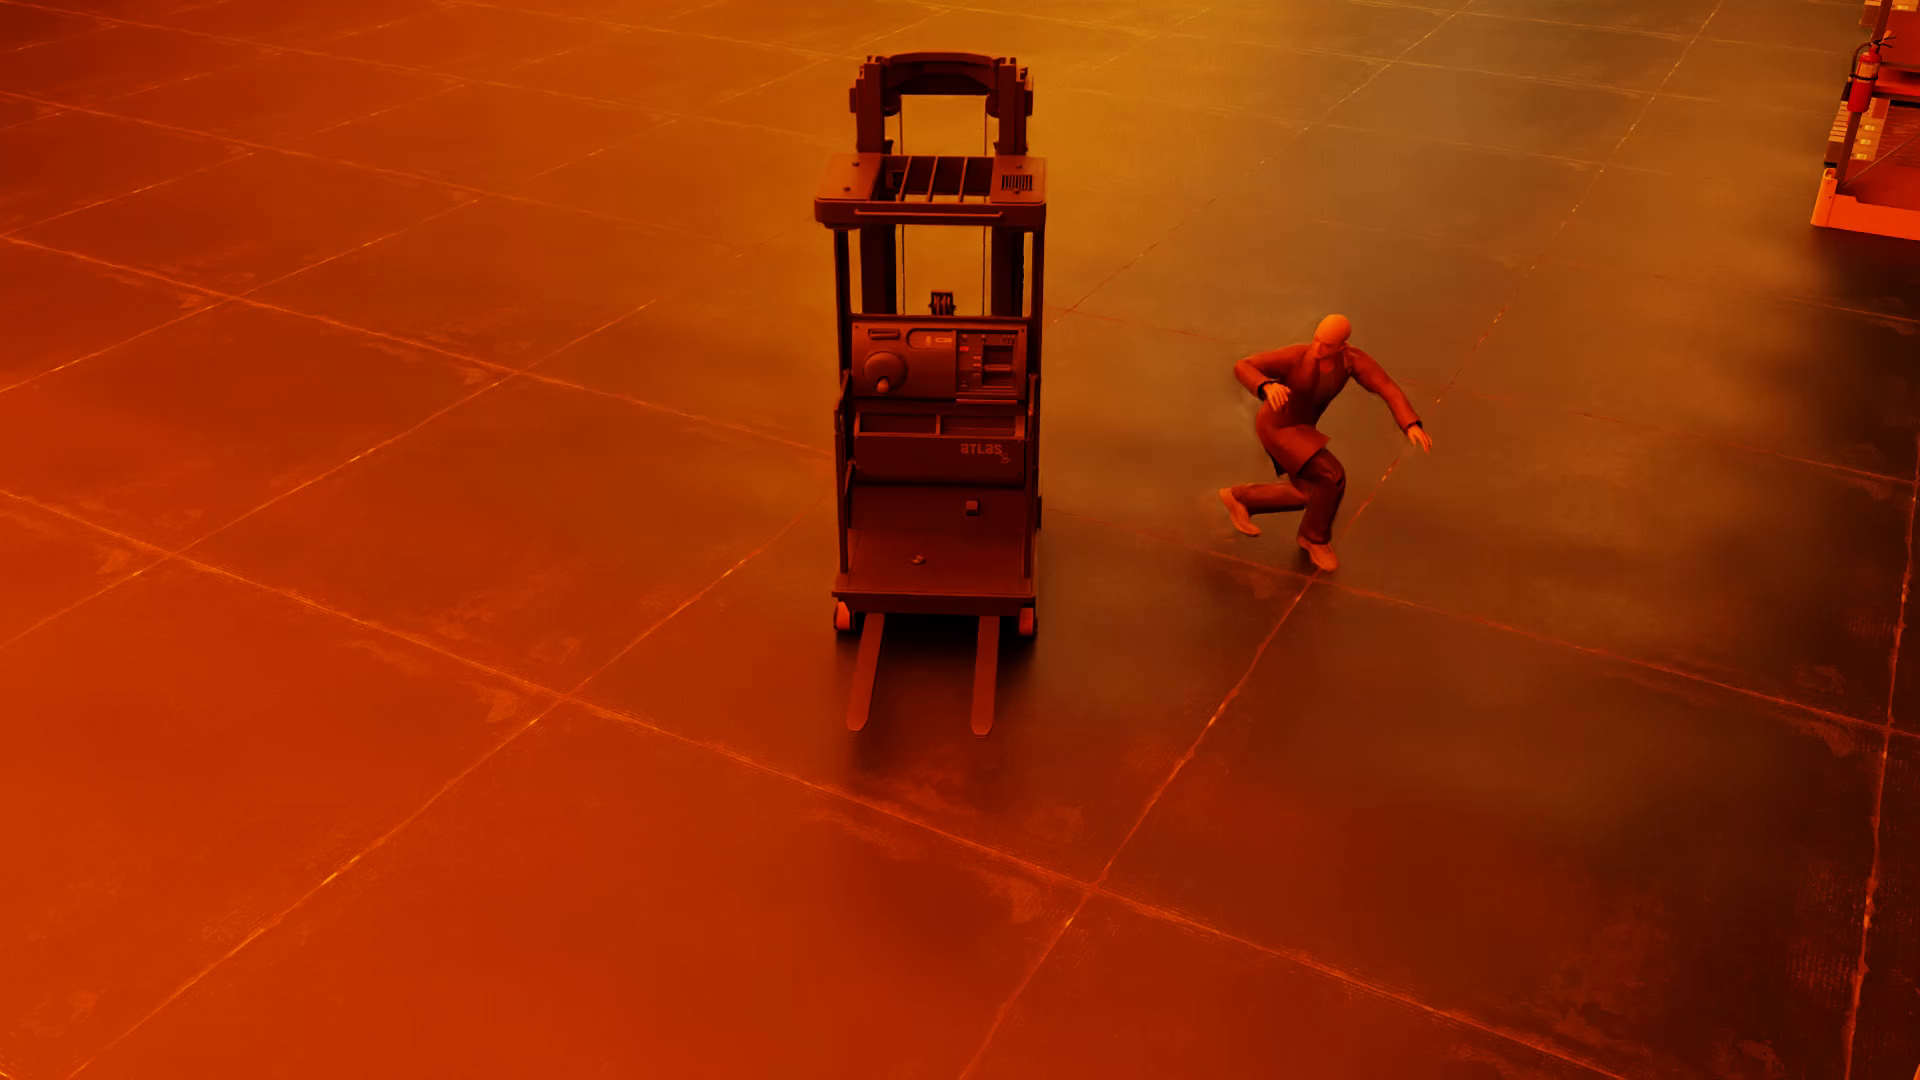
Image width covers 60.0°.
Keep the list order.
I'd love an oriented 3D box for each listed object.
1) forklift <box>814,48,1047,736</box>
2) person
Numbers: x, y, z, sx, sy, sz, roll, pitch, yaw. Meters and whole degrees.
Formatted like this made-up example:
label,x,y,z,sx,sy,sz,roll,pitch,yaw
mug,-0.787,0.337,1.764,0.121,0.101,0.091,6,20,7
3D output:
label,x,y,z,sx,sy,sz,roll,pitch,yaw
forklift,-0.119,-0.910,8.647,1.130,2.935,3.031,2,30,3
person,2.019,-0.528,9.445,0.875,1.512,1.185,-26,39,-37
